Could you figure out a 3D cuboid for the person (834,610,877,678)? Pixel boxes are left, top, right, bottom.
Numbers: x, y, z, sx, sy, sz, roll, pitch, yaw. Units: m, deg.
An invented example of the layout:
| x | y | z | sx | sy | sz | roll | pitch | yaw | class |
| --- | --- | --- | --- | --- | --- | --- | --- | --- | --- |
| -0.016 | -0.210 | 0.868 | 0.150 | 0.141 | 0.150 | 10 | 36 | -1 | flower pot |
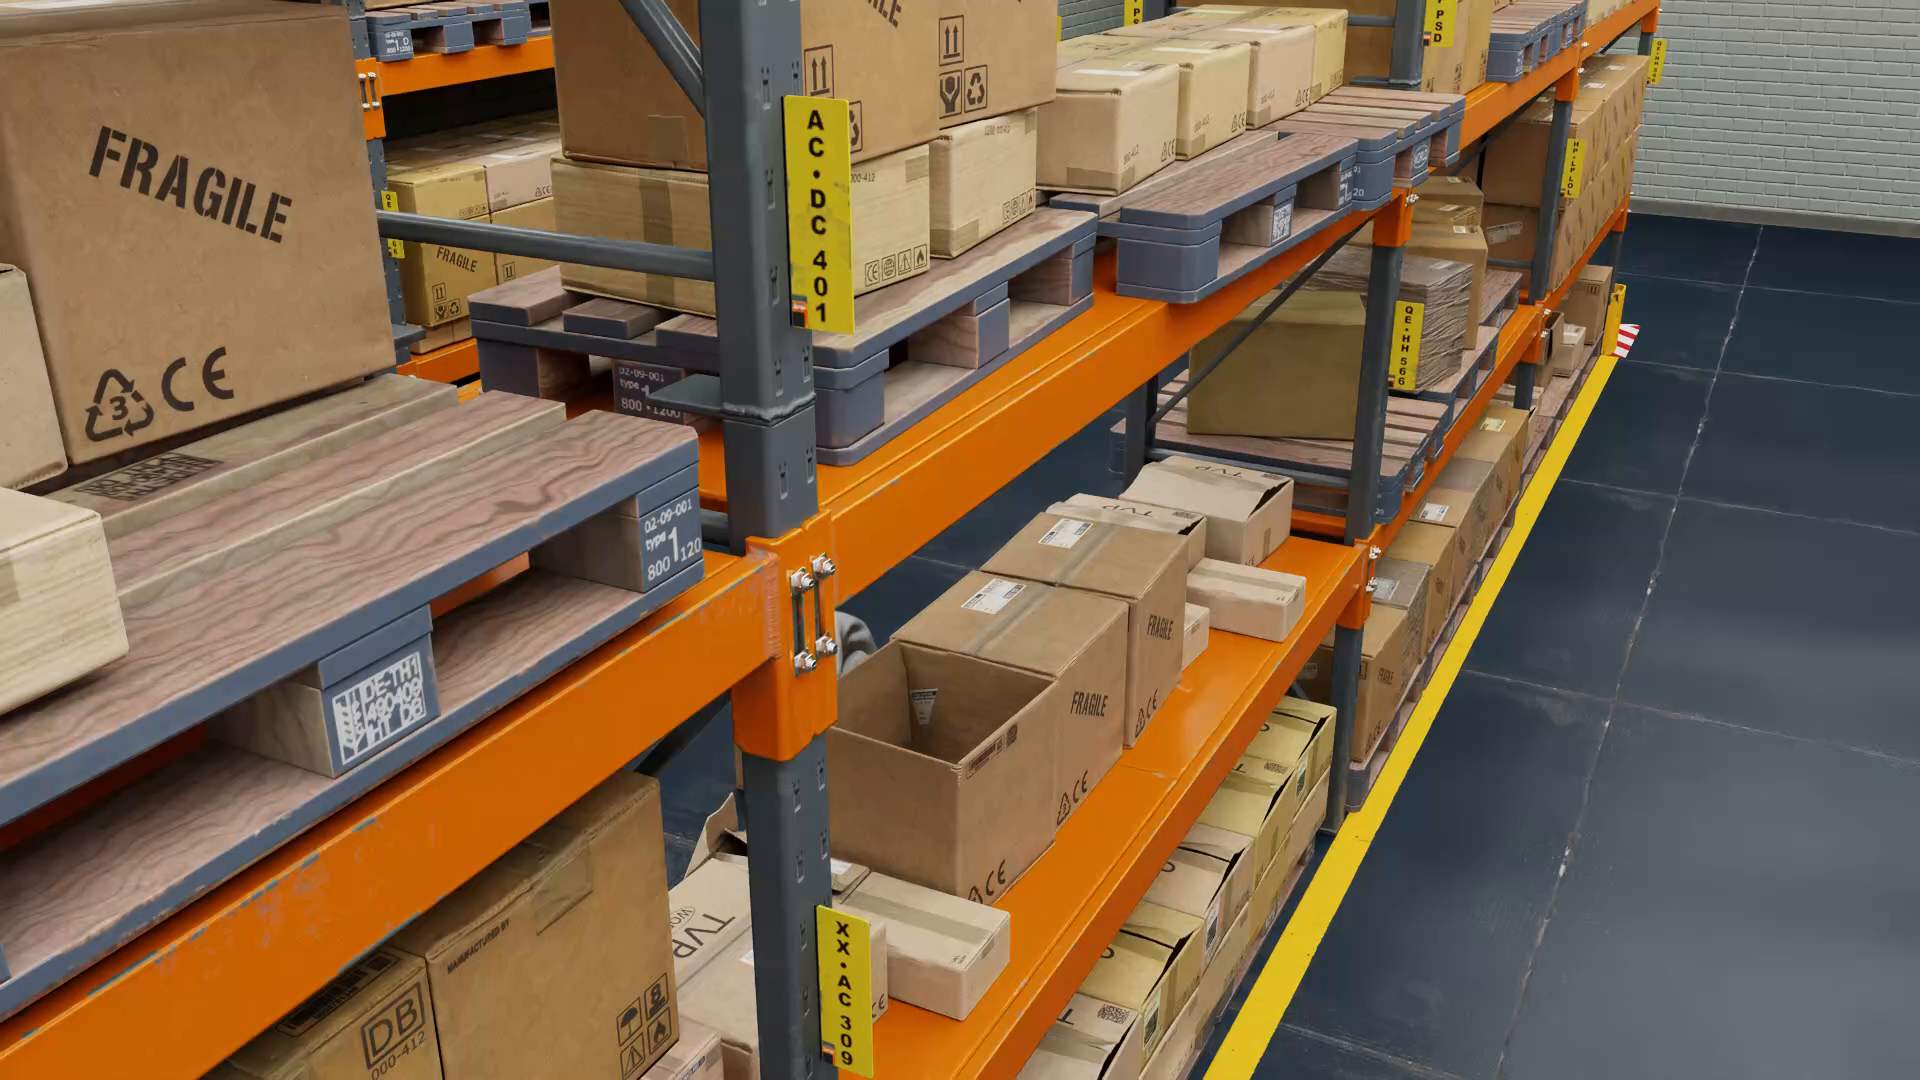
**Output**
| x | y | z | sx | sy | sz | roll | pitch | yaw | class |
| --- | --- | --- | --- | --- | --- | --- | --- | --- | --- |
| -0.667 | 0.641 | 7.364 | 0.465 | 0.825 | 0.829 | 11 | 25 | 24 | person |
